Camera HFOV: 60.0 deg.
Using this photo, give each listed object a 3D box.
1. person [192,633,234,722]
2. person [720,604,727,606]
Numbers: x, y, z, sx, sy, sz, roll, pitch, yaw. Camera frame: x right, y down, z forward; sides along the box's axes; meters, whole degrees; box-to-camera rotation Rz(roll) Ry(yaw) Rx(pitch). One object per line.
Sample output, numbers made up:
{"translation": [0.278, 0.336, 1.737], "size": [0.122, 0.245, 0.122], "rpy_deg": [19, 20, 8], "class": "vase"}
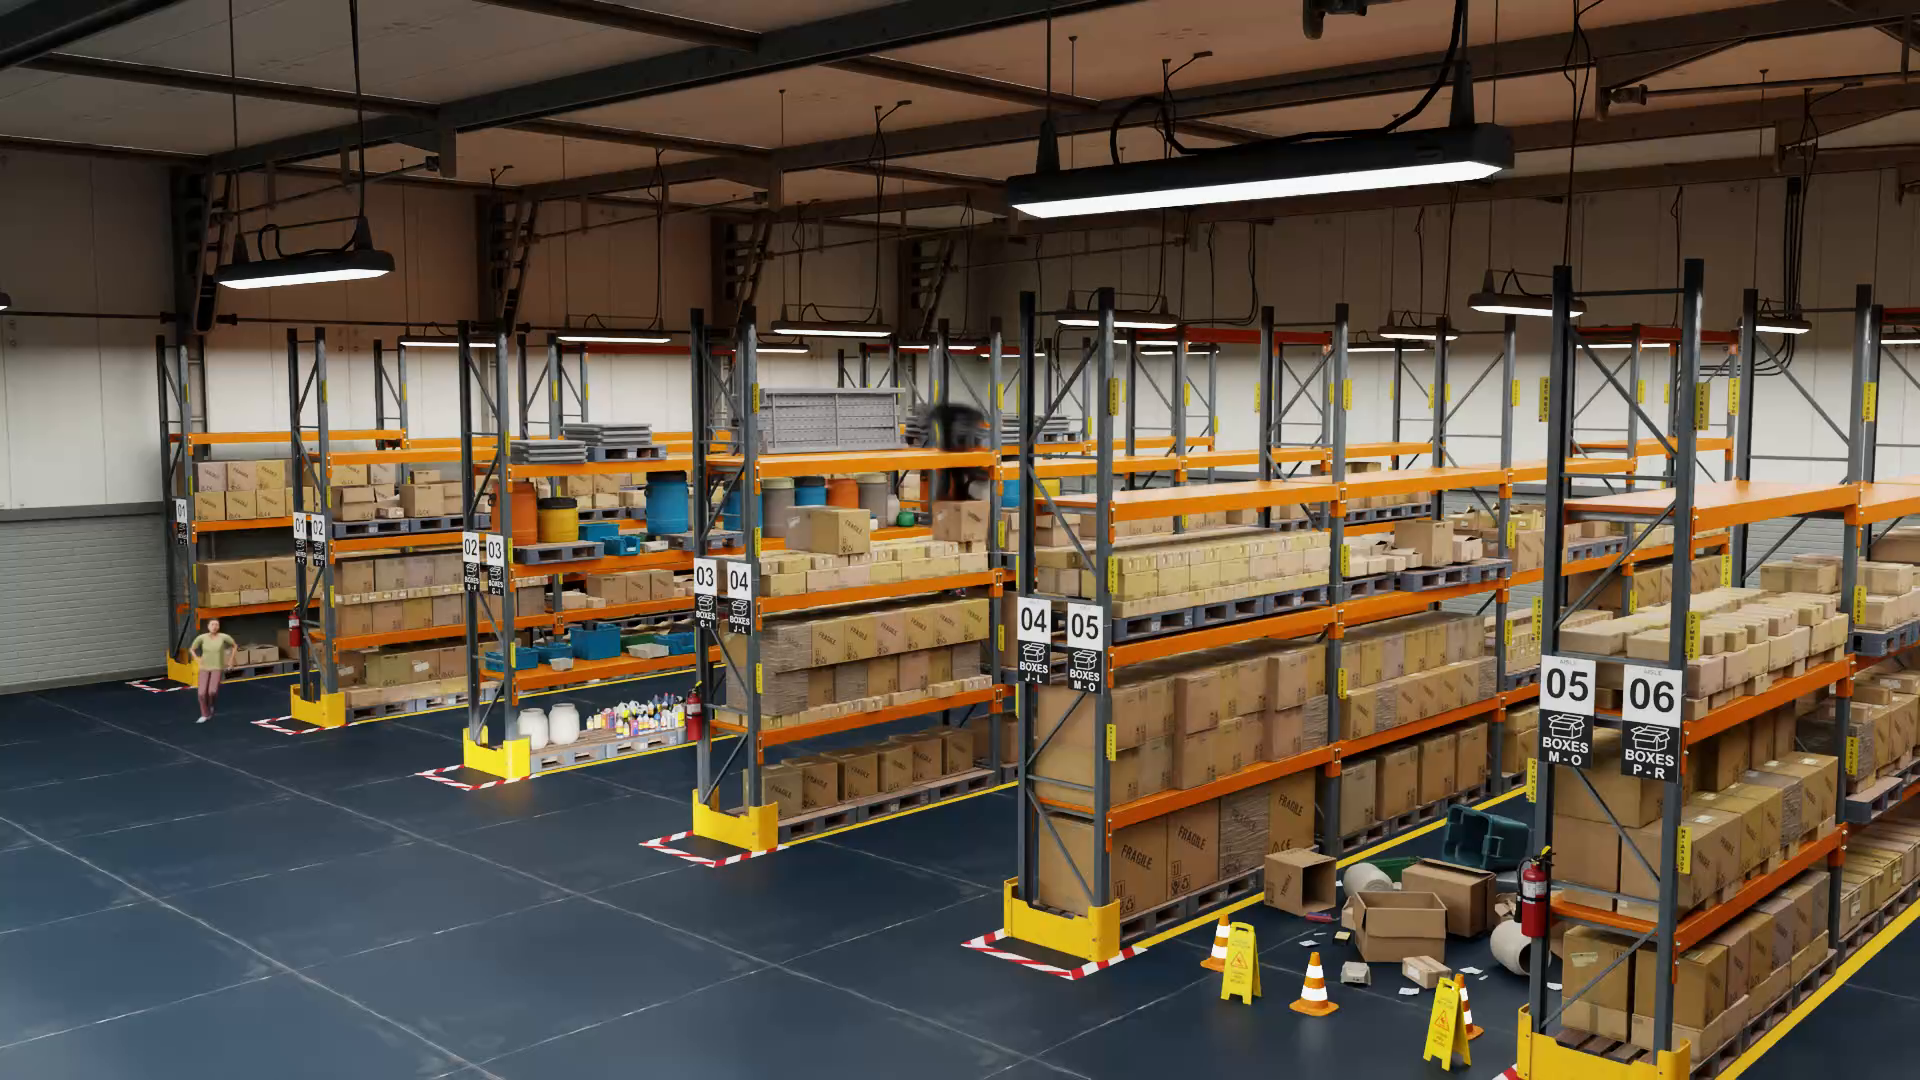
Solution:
{"translation": [-11.416, 2.103, 25.431], "size": [0.584, 1.372, 0.519], "rpy_deg": [-2, 6, -16], "class": "person"}
{"translation": [-4.997, 1.100, 34.347], "size": [0.594, 1.718, 0.695], "rpy_deg": [3, 6, 33], "class": "person"}
